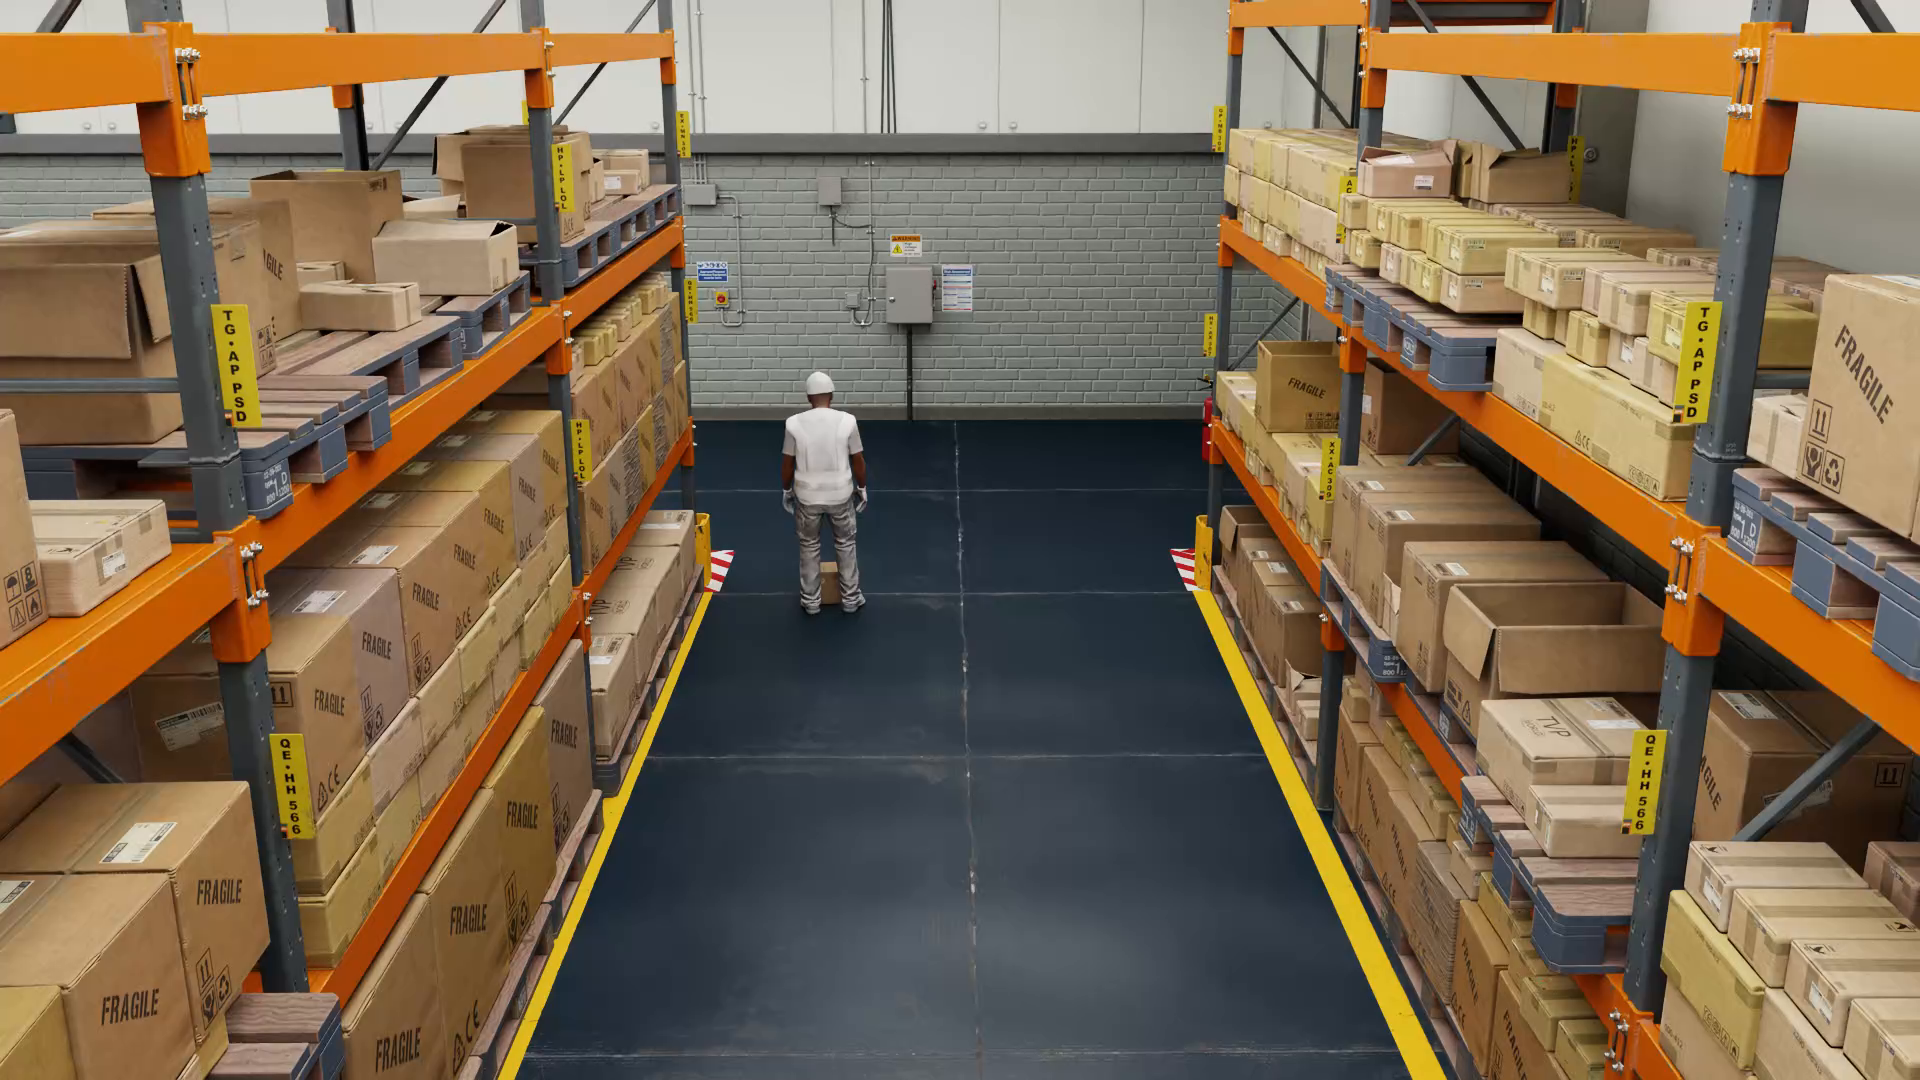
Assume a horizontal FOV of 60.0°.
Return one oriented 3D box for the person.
[{"bbox_3d":[-0.986,-0.337,12.130,0.617,1.774,0.450,-1,17,-3],"label":"person"}]
